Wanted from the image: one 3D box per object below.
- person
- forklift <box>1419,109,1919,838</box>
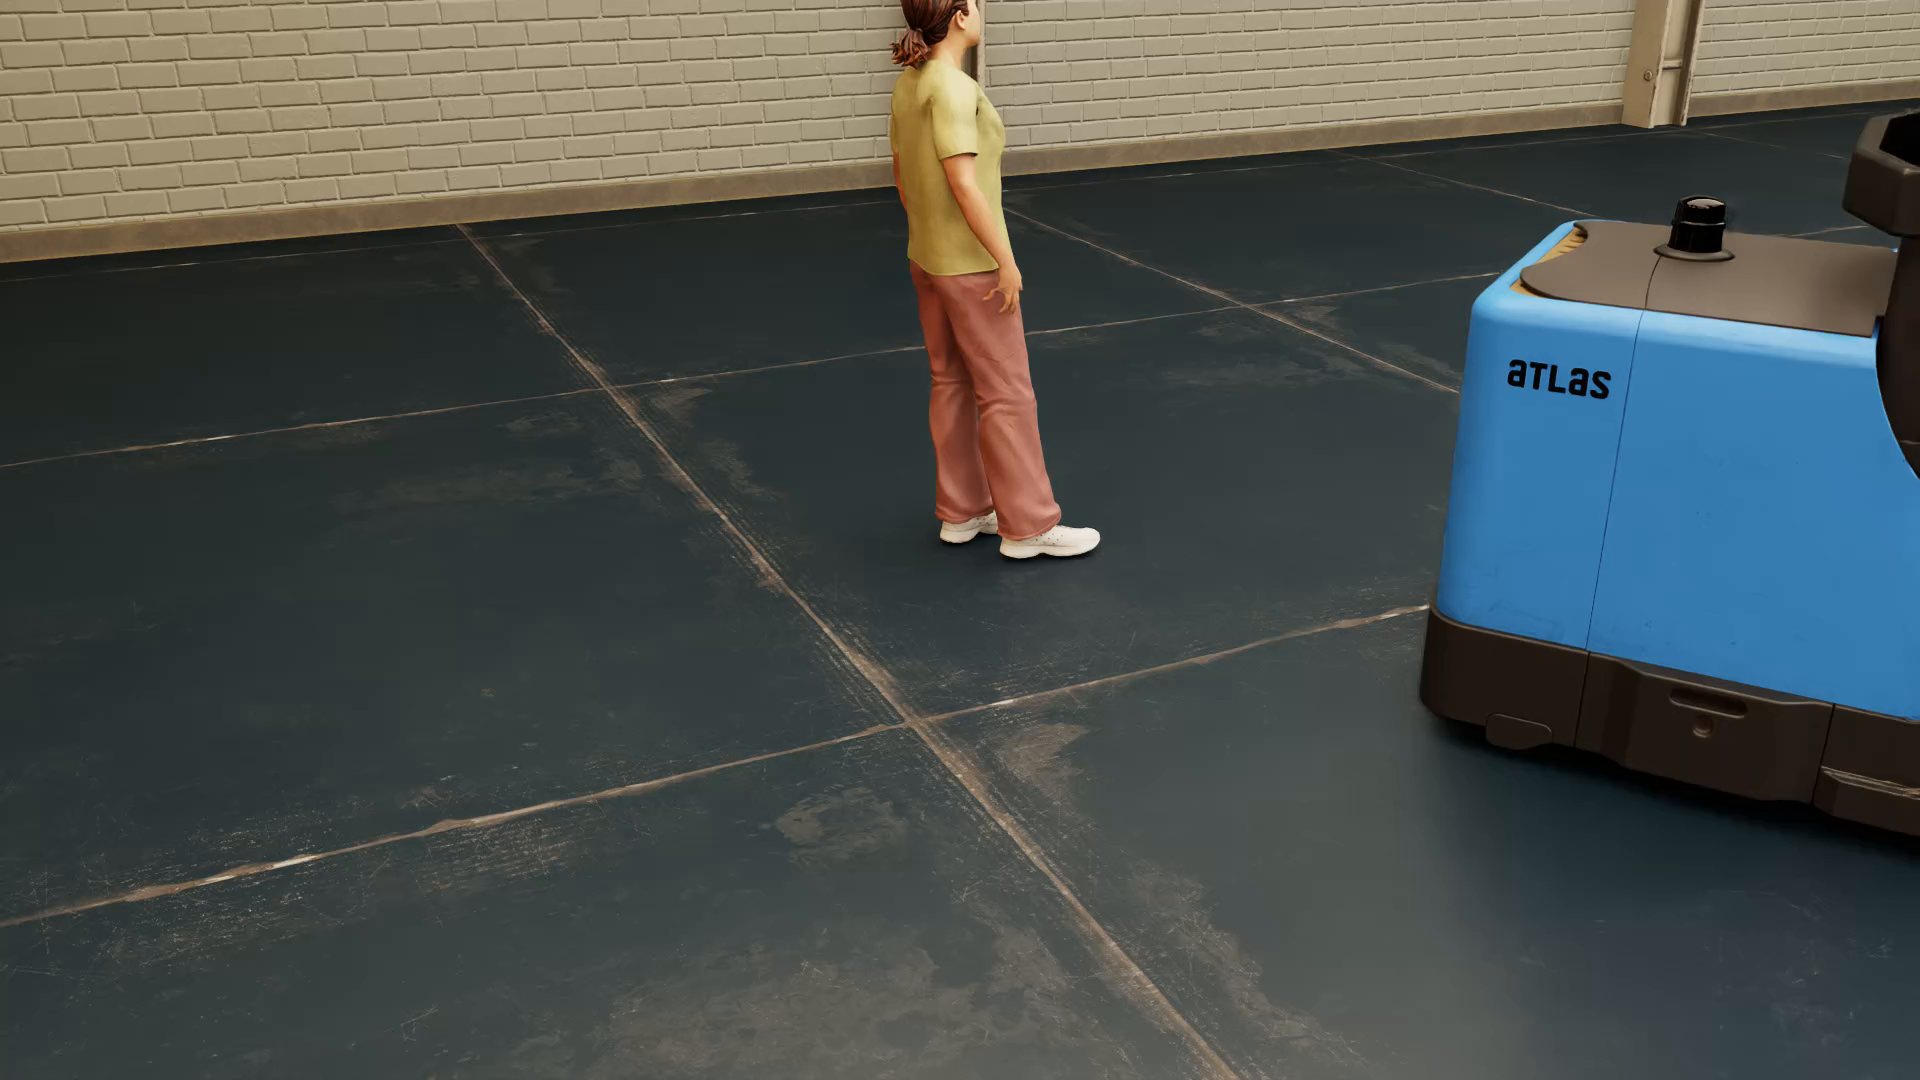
[{"bbox_3d":[0.072,-0.789,4.802,0.548,1.673,0.554,-10,25,-23],"label":"person"},{"bbox_3d":[2.641,-0.771,3.142,3.031,2.935,1.130,12,26,27],"label":"forklift"}]
